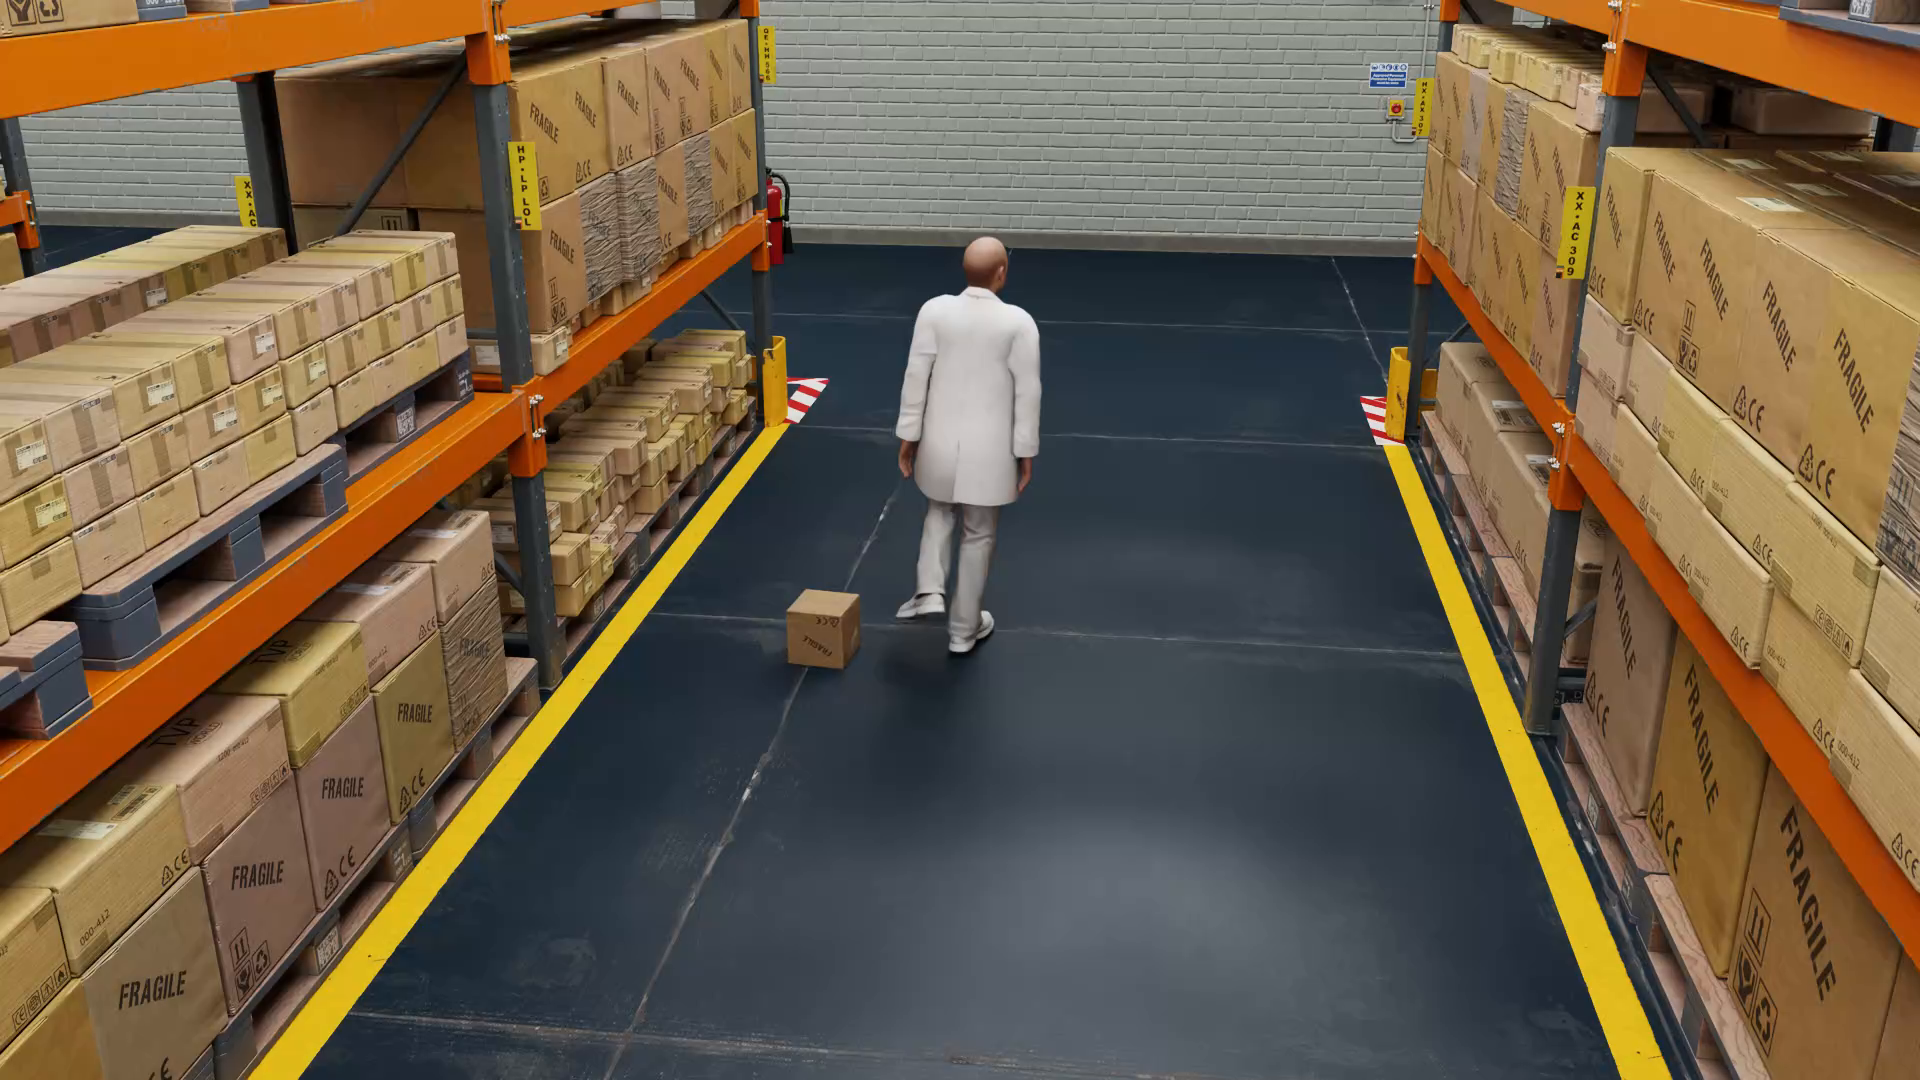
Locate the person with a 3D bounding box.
[{"bbox_3d":[0.036,-0.390,7.090,0.620,1.770,0.552,6,22,15],"label":"person"}]
